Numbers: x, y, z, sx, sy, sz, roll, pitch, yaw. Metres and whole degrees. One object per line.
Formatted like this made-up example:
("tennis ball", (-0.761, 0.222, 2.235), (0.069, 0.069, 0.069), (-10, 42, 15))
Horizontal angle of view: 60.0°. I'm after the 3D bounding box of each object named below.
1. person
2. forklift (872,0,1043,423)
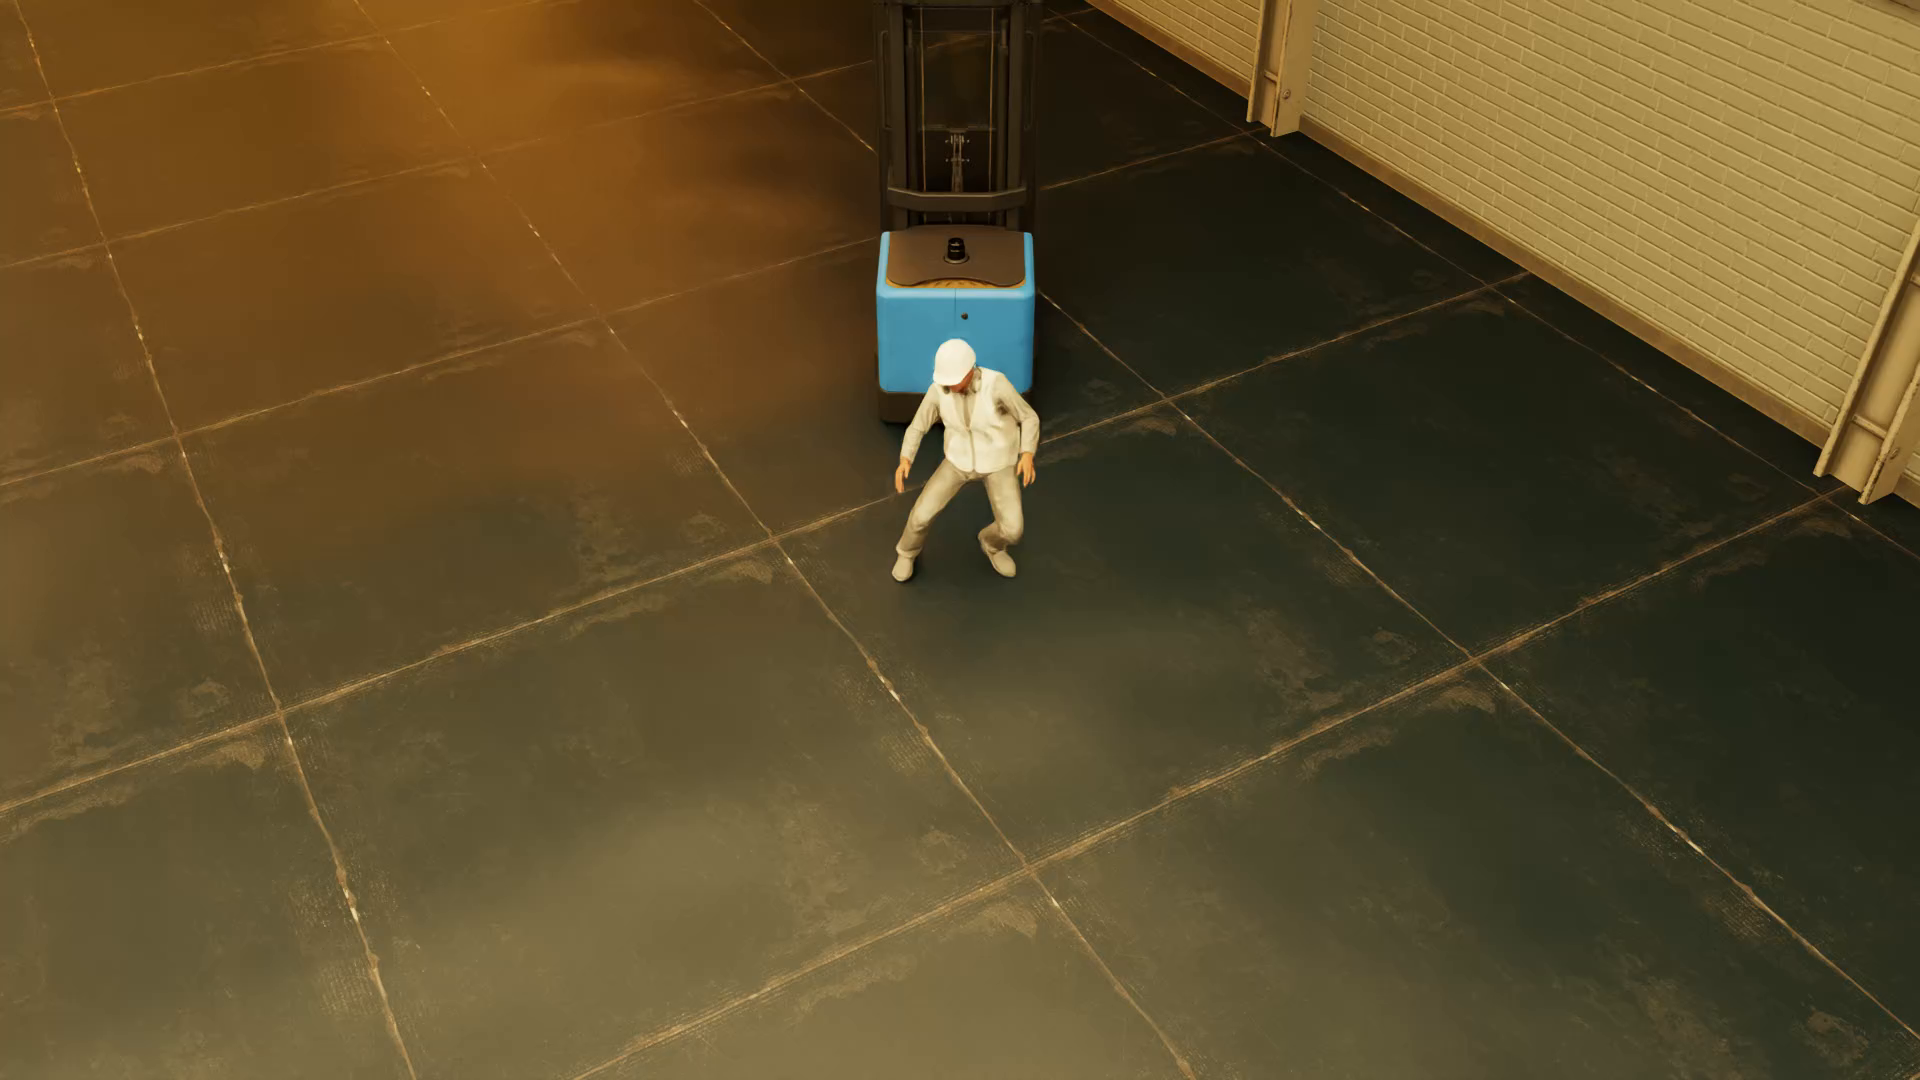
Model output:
("person", (0.035, -0.410, 9.586), (0.869, 1.588, 0.766), (9, 41, 11))
("forklift", (-0.012, -2.826, 11.443), (1.130, 2.935, 3.031), (0, 40, 0))
